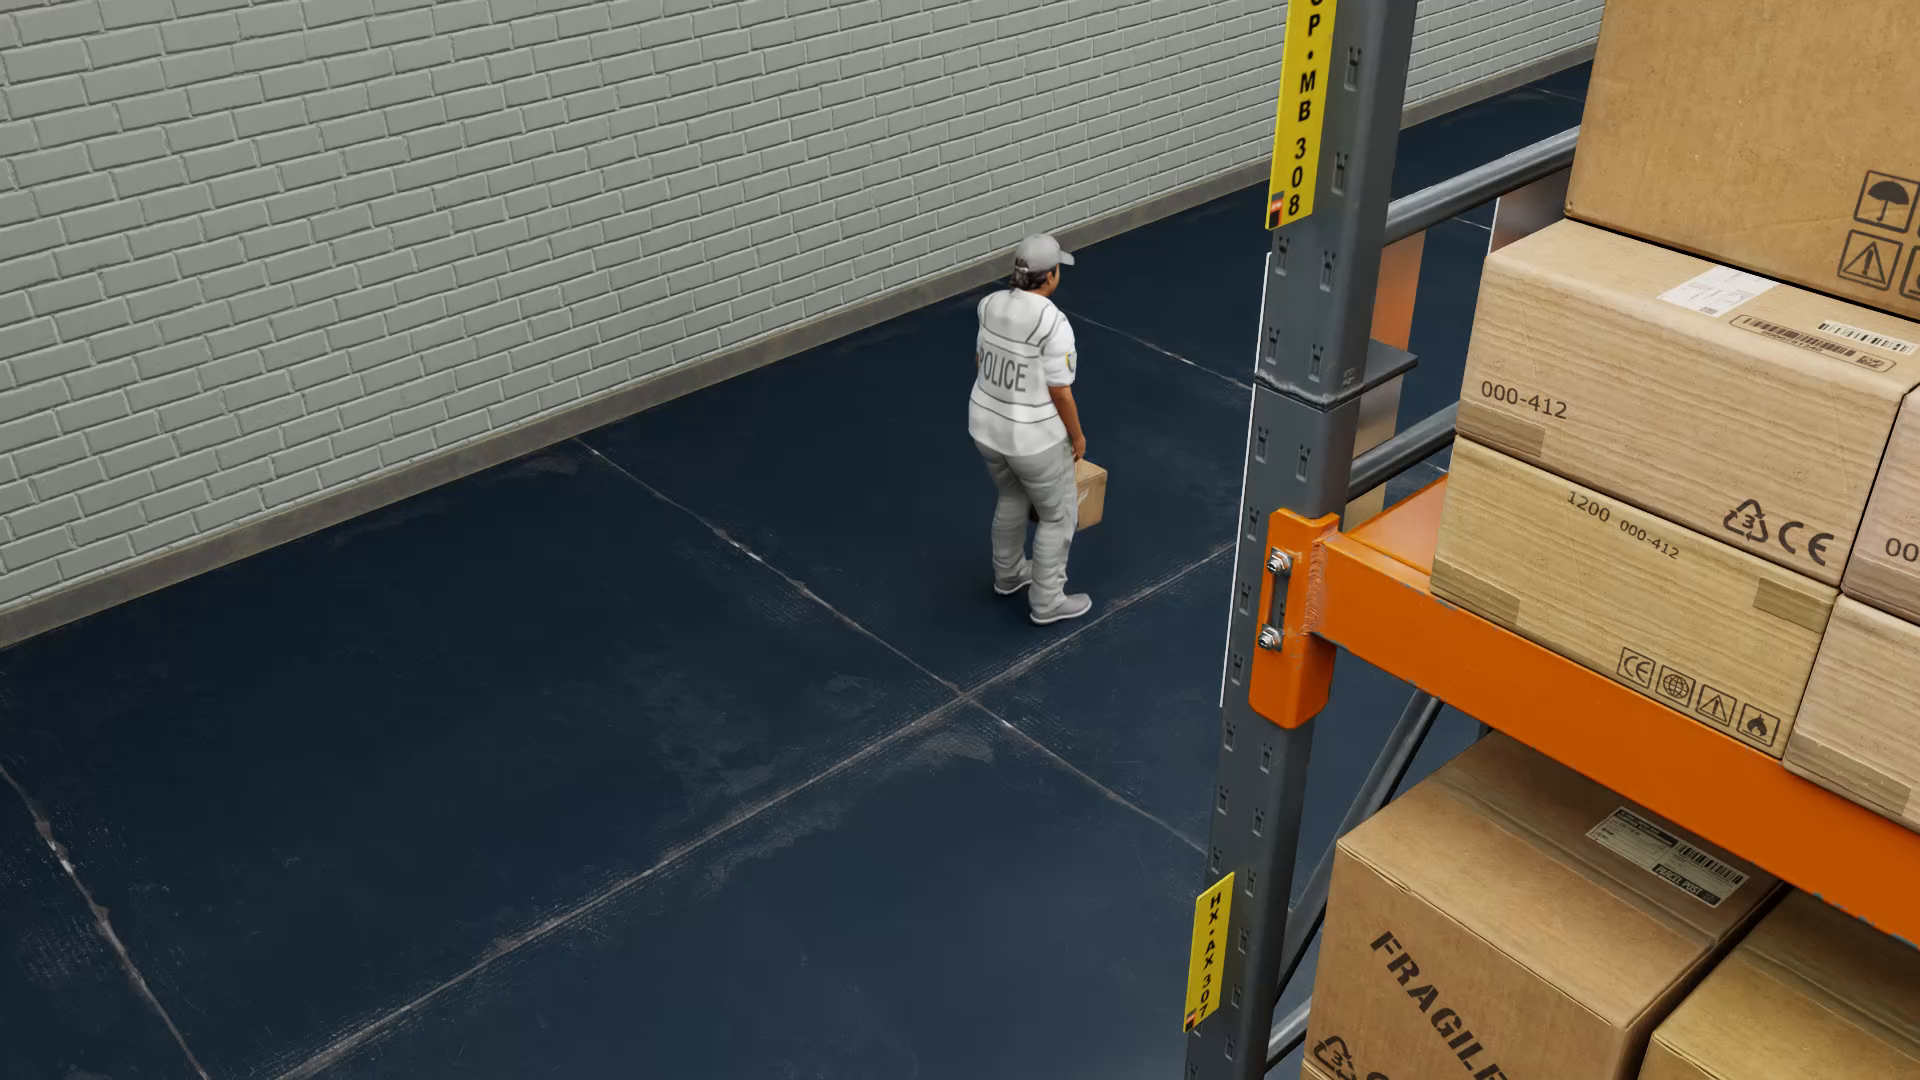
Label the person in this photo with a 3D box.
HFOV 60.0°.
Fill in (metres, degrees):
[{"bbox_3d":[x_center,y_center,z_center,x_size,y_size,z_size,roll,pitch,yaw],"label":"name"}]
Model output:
[{"bbox_3d":[0.292,-0.448,6.846,0.452,1.669,0.528,-27,41,-36],"label":"person"}]
